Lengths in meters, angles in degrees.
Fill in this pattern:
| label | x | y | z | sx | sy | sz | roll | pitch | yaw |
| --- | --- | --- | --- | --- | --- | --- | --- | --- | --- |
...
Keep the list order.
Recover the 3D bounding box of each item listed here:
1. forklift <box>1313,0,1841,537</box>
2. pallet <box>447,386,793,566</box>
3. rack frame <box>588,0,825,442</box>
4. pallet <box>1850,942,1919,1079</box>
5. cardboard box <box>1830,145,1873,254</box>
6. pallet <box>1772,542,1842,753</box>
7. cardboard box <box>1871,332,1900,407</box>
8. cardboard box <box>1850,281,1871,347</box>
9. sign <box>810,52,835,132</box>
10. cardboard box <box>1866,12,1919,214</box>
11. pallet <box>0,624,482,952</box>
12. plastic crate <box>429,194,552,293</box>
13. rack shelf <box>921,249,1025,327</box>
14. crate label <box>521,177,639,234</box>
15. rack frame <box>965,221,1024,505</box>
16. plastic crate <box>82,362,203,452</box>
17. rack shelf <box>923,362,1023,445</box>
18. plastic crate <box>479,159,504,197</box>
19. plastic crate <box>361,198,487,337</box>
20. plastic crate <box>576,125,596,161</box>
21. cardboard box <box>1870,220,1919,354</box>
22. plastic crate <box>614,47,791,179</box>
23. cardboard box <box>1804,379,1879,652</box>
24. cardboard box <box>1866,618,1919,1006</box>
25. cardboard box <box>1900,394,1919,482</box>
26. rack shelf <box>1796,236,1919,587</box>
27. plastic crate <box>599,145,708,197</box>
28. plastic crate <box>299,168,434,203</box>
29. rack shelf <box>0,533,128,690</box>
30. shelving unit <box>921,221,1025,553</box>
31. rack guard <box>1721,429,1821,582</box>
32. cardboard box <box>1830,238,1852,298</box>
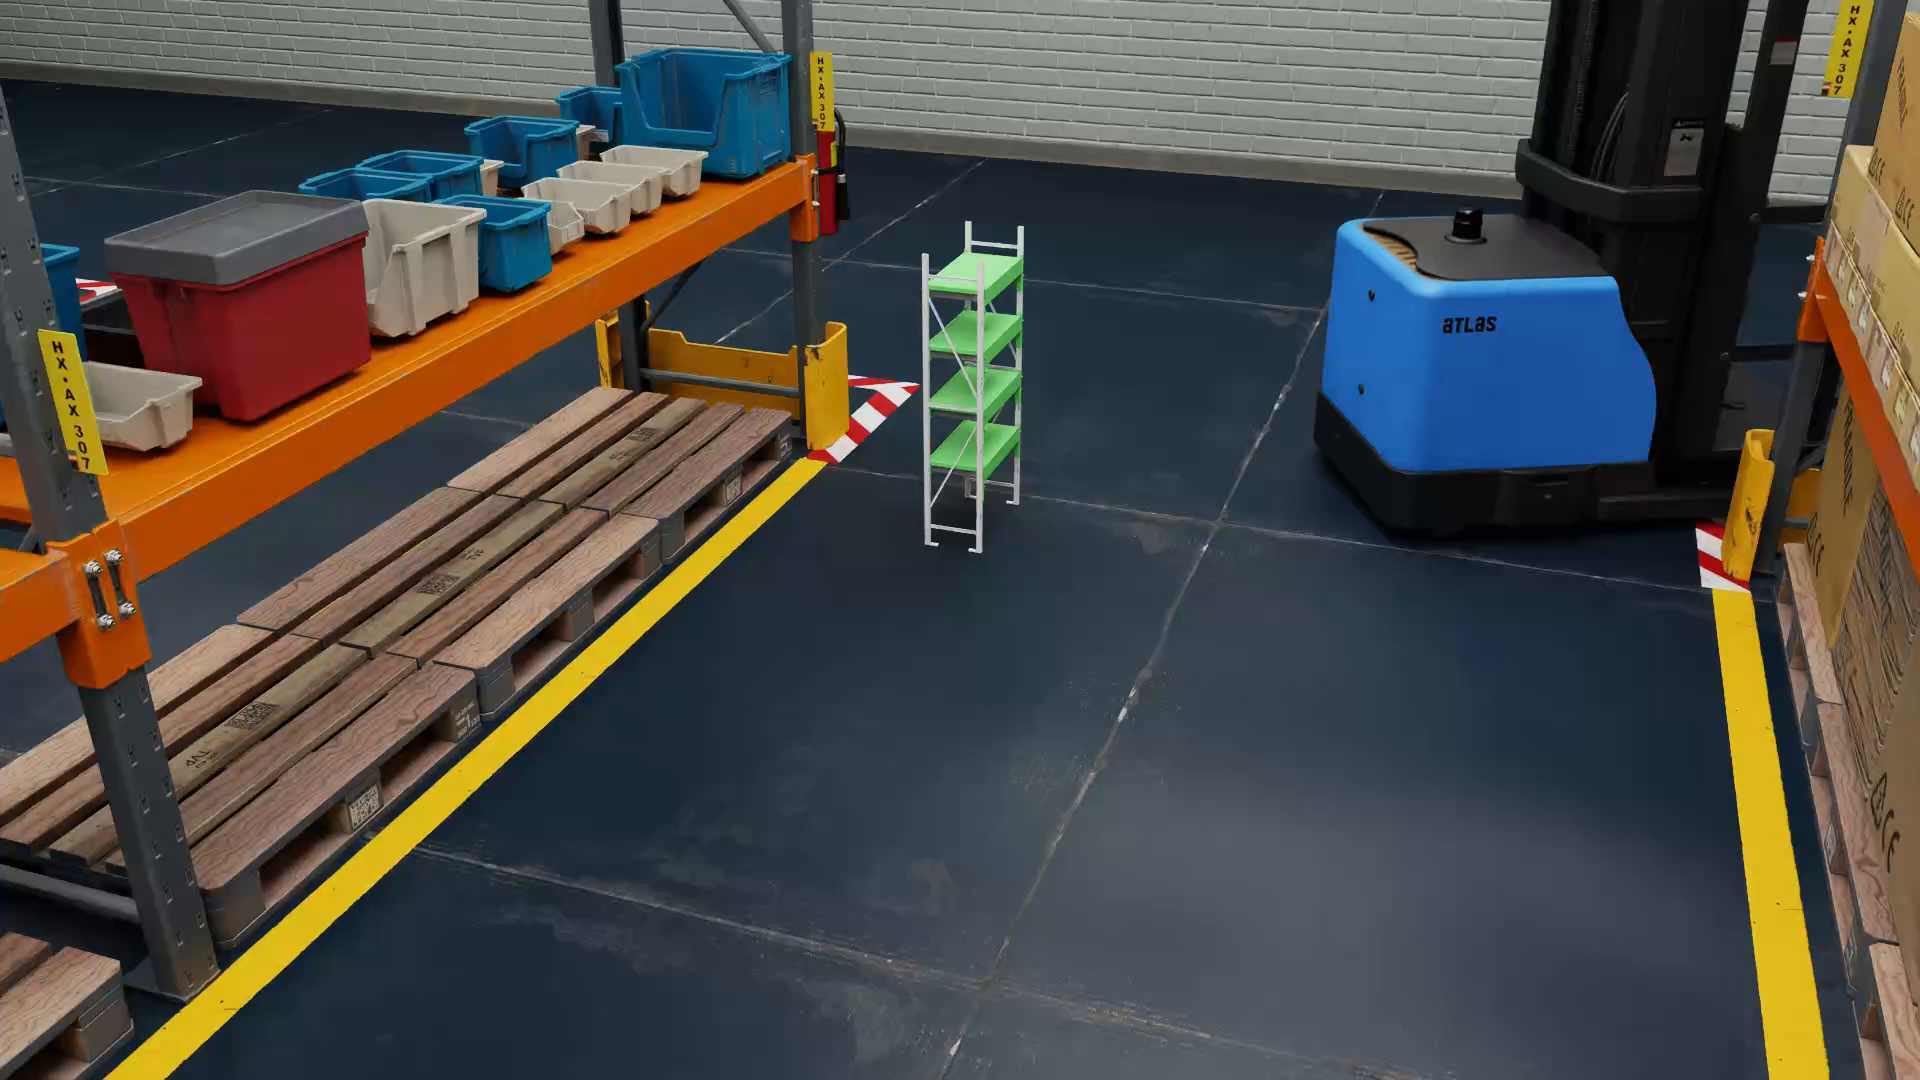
| label | x | y | z | sx | sy | sz | roll | pitch | yaw |
| --- | --- | --- | --- | --- | --- | --- | --- | --- | --- |
| forklift | 3.155 | -1.601 | 6.694 | 3.031 | 2.935 | 1.130 | -3 | 26 | -6 |
| pallet | -1.418 | -0.307 | 7.141 | 1.003 | 0.211 | 1.213 | 9 | 27 | 17 |
| rack frame | -1.107 | -1.895 | 7.222 | 1.000 | 3.000 | 0.127 | 9 | 27 | 17 |
| pallet | 2.560 | 1.421 | 3.573 | 1.003 | 0.211 | 1.213 | 9 | 27 | 17 |
| cardboard box | 3.150 | -1.085 | 5.380 | 0.500 | 0.250 | 0.500 | 8 | 27 | 16 |
| pallet | 3.372 | 0.418 | 5.644 | 1.003 | 0.211 | 1.213 | 9 | 27 | 17 |
| cardboard box | 2.709 | -0.437 | 4.498 | 0.380 | 0.149 | 0.250 | 8 | 27 | 17 |
| cardboard box | 2.880 | -0.647 | 4.933 | 0.380 | 0.149 | 0.250 | 8 | 27 | 17 |
| sign | -0.583 | -1.895 | 7.035 | 0.100 | 0.325 | 0.005 | 9 | 27 | 17 |
| cardboard box | 2.983 | -1.217 | 4.792 | 0.500 | 0.500 | 0.500 | 8 | 27 | 16 |
| pallet | -2.230 | 0.696 | 5.070 | 1.003 | 0.211 | 1.213 | 9 | 27 | 17 |
| plastic crate | -1.548 | -0.965 | 5.425 | 0.416 | 0.233 | 0.300 | 9 | 27 | 17 |
| rack shelf | 0.055 | -0.983 | 6.448 | 0.258 | 0.148 | 0.480 | 9 | 27 | 17 |
| crate label | -1.387 | -1.207 | 6.034 | 0.396 | 0.136 | 0.243 | 9 | 27 | 17 |
| rack frame | 0.136 | -0.708 | 6.836 | 0.240 | 1.200 | 0.015 | 9 | 27 | 17 |
| plastic crate | -2.148 | -0.330 | 4.223 | 0.396 | 0.136 | 0.243 | 9 | 27 | 17 |
| rack shelf | 0.055 | -0.551 | 6.657 | 0.258 | 0.148 | 0.480 | 9 | 27 | 17 |
| plastic crate | -1.910 | -1.351 | 6.332 | 0.250 | 0.136 | 0.298 | 9 | 27 | 17 |
| plastic crate | -1.756 | -0.826 | 5.080 | 0.437 | 0.282 | 0.530 | 9 | 27 | 17 |
| plastic crate | -1.684 | -1.630 | 6.908 | 0.250 | 0.136 | 0.298 | 9 | 27 | 17 |
| cardboard box | 2.812 | -0.664 | 4.511 | 0.500 | 0.250 | 0.500 | 8 | 27 | 16 |
| plastic crate | -1.042 | -1.773 | 6.861 | 0.616 | 0.435 | 0.499 | 9 | 27 | 17 |
| cardboard box | 3.426 | -0.135 | 5.543 | 0.875 | 0.875 | 0.875 | 9 | 27 | 17 |
| cardboard box | 2.827 | 0.605 | 4.015 | 0.875 | 0.875 | 0.875 | 9 | 27 | 17 |
| cardboard box | 2.538 | -0.225 | 4.061 | 0.380 | 0.149 | 0.250 | 9 | 27 | 18 |
| rack shelf | 2.898 | -0.031 | 4.197 | 1.077 | 0.370 | 4.000 | 9 | 27 | 17 |
| plastic crate | -1.207 | -1.442 | 6.520 | 0.396 | 0.136 | 0.243 | 9 | 27 | 17 |
| plastic crate | -2.037 | -1.128 | 5.762 | 0.416 | 0.233 | 0.300 | 9 | 27 | 17 |
| rack shelf | -3.103 | 0.895 | 2.286 | 1.077 | 0.370 | 4.000 | 9 | 27 | 17 |
| shelving unit | 0.055 | -0.608 | 6.629 | 0.258 | 1.200 | 0.503 | 9 | 27 | 17 |
| rack guard | 3.572 | -0.062 | 6.303 | 1.175 | 0.500 | 0.348 | 9 | 27 | 17 |
| cardboard box | 3.051 | -0.860 | 5.372 | 0.380 | 0.149 | 0.250 | 8 | 27 | 17 |
